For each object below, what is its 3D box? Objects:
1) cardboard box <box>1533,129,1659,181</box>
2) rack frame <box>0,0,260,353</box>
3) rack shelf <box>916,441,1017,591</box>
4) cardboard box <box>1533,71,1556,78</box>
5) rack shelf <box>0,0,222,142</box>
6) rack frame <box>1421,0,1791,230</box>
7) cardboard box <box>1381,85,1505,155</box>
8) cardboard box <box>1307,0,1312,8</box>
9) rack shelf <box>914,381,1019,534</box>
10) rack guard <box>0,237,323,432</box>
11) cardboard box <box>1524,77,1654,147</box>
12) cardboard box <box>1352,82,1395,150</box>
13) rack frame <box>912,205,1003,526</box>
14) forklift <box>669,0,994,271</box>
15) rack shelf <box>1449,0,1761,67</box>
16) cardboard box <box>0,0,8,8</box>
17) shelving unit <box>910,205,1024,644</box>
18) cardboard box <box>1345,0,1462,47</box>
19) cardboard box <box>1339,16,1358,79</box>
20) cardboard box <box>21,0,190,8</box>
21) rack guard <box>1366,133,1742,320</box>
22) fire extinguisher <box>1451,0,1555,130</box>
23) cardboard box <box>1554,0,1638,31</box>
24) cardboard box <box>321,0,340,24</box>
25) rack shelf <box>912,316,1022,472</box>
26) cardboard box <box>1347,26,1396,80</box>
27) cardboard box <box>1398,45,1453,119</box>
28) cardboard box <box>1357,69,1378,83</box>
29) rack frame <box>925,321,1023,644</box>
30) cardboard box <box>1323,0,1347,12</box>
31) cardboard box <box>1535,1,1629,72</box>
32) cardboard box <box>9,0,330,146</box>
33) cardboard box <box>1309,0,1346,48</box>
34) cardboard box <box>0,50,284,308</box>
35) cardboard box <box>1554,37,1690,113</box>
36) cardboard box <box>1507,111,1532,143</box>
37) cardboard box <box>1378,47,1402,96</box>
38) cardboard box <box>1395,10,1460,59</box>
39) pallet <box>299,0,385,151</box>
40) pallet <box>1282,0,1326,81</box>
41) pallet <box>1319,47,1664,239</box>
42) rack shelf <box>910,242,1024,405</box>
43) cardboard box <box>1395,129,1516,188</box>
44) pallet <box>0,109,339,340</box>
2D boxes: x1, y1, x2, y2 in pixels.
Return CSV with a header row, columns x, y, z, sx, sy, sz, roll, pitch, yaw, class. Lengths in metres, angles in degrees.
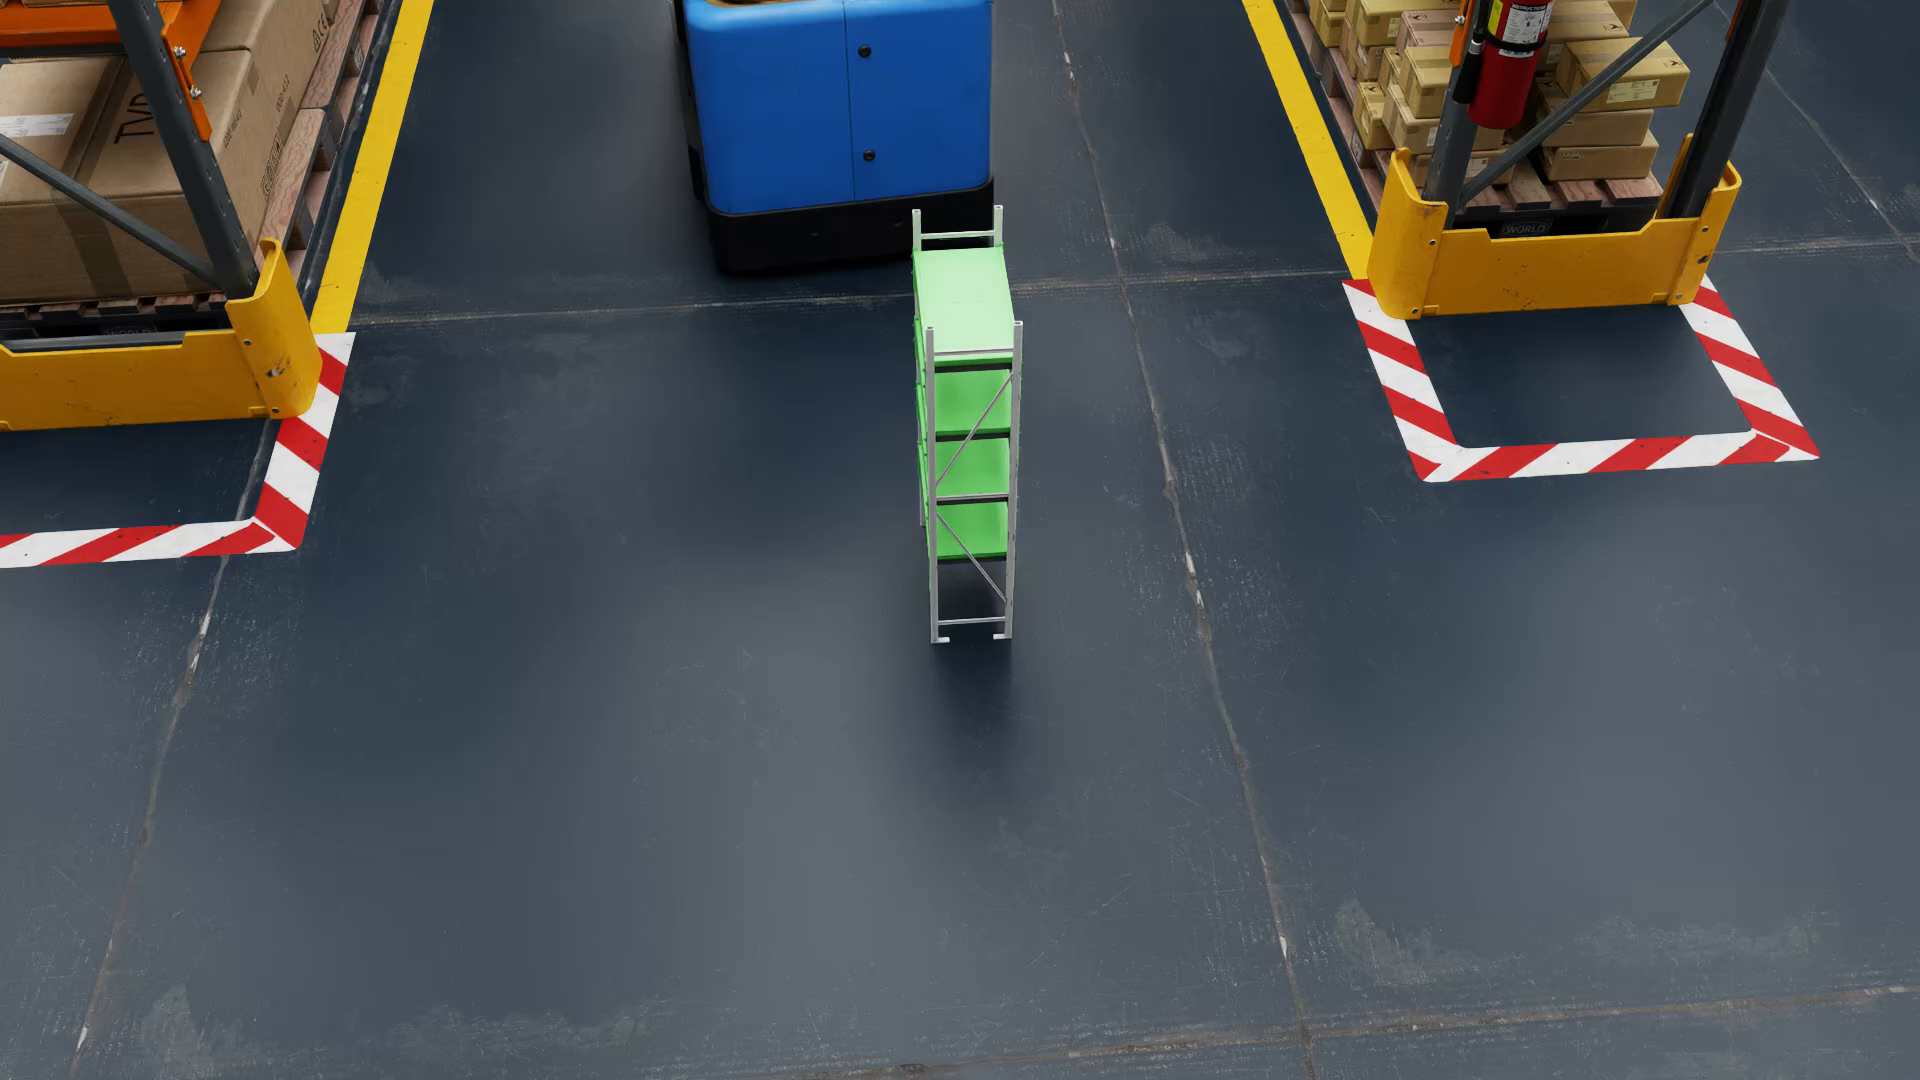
x,y,z,sx,sy,sz,roll,pitch,yaw,class
2.387,-1.490,6.270,0.380,0.149,0.250,-3,47,-2,cardboard box
-2.812,-1.553,4.655,1.000,3.000,0.127,-3,47,-3,rack frame
0.014,-0.084,4.922,0.258,0.148,0.480,-3,47,-3,rack shelf
2.357,-1.790,6.349,0.380,0.149,0.250,-4,47,-3,cardboard box
-2.980,-2.753,6.287,1.077,0.370,4.000,-3,47,-3,rack shelf
2.112,-1.927,5.010,1.000,3.000,0.127,-3,47,-3,rack frame
1.783,-1.558,6.129,0.380,0.149,0.250,-5,47,-4,cardboard box
1.681,-2.394,7.125,0.380,0.149,0.250,-3,47,-3,cardboard box
0.014,-0.249,4.747,0.258,0.148,0.480,-3,47,-3,rack shelf
-2.810,-0.677,5.546,1.175,0.500,0.348,-3,47,-3,rack guard
2.324,-1.589,6.158,0.380,0.149,0.250,-2,47,-2,cardboard box
1.738,-1.640,6.411,0.380,0.149,0.250,-2,47,-2,cardboard box
-0.007,-0.469,4.868,0.240,1.200,0.015,-3,47,-3,rack frame
-0.656,-3.082,6.150,1.130,2.935,3.031,-8,47,-7,forklift
1.945,-3.127,6.641,1.077,0.370,4.000,-3,47,-3,rack shelf
-3.116,-1.921,4.934,0.500,0.500,0.500,-3,47,-3,cardboard box
0.014,-0.293,4.701,0.258,1.200,0.503,-3,47,-3,shelving unit
1.703,-2.029,6.370,0.380,0.149,0.250,-4,47,-4,cardboard box
1.768,-2.014,6.766,0.380,0.149,0.250,-3,47,-3,cardboard box
-2.566,-1.953,4.964,0.500,0.500,0.500,-4,47,-4,cardboard box
2.106,-1.123,5.969,1.175,0.500,0.348,-3,47,-3,rack guard
1.673,-1.562,4.974,0.296,0.674,0.183,-3,47,-3,fire extinguisher
2.370,-2.078,6.417,0.380,0.149,0.250,-4,47,-3,cardboard box
-3.126,-2.602,7.124,0.875,0.438,0.875,-5,47,-4,cardboard box
0.014,-0.414,4.573,0.258,0.148,0.480,-3,47,-3,rack shelf
1.738,-1.934,6.485,0.380,0.149,0.250,-5,47,-5,cardboard box
1.815,-1.664,6.024,0.380,0.149,0.250,-3,47,-3,cardboard box
1.801,-1.836,6.597,0.380,0.149,0.250,-4,47,-3,cardboard box
0.034,-0.116,4.534,0.240,1.200,0.015,-3,47,-3,rack frame
1.682,-2.308,6.839,0.380,0.149,0.250,-3,47,-3,cardboard box
2.264,-1.888,6.237,0.380,0.149,0.250,-3,47,-3,cardboard box
-3.052,-1.950,6.506,0.875,0.438,0.875,-2,47,-2,cardboard box
1.684,-2.195,6.937,0.380,0.149,0.250,-5,47,-5,cardboard box
-2.967,-1.288,5.880,0.875,0.438,0.875,-5,47,-5,cardboard box
2.407,-1.696,6.055,0.380,0.149,0.250,-5,47,-5,cardboard box
2.284,-1.674,6.444,0.380,0.149,0.250,-4,47,-3,cardboard box
1.815,-1.751,6.312,0.380,0.149,0.250,-4,47,-4,cardboard box
1.851,-1.849,6.200,0.380,0.149,0.250,-3,47,-3,cardboard box
-3.056,-2.049,7.045,1.003,0.211,1.213,-3,47,-3,pallet
1.974,-2.494,7.467,1.003,0.211,1.213,-3,47,-3,pallet
2.073,-1.614,6.633,1.003,0.211,1.213,-3,47,-3,pallet
0.014,-0.579,4.399,0.258,0.148,0.480,-3,47,-3,rack shelf
1.860,-1.460,6.241,0.380,0.149,0.250,-3,47,-3,cardboard box
-2.957,-1.168,6.211,1.003,0.211,1.213,-3,47,-3,pallet
